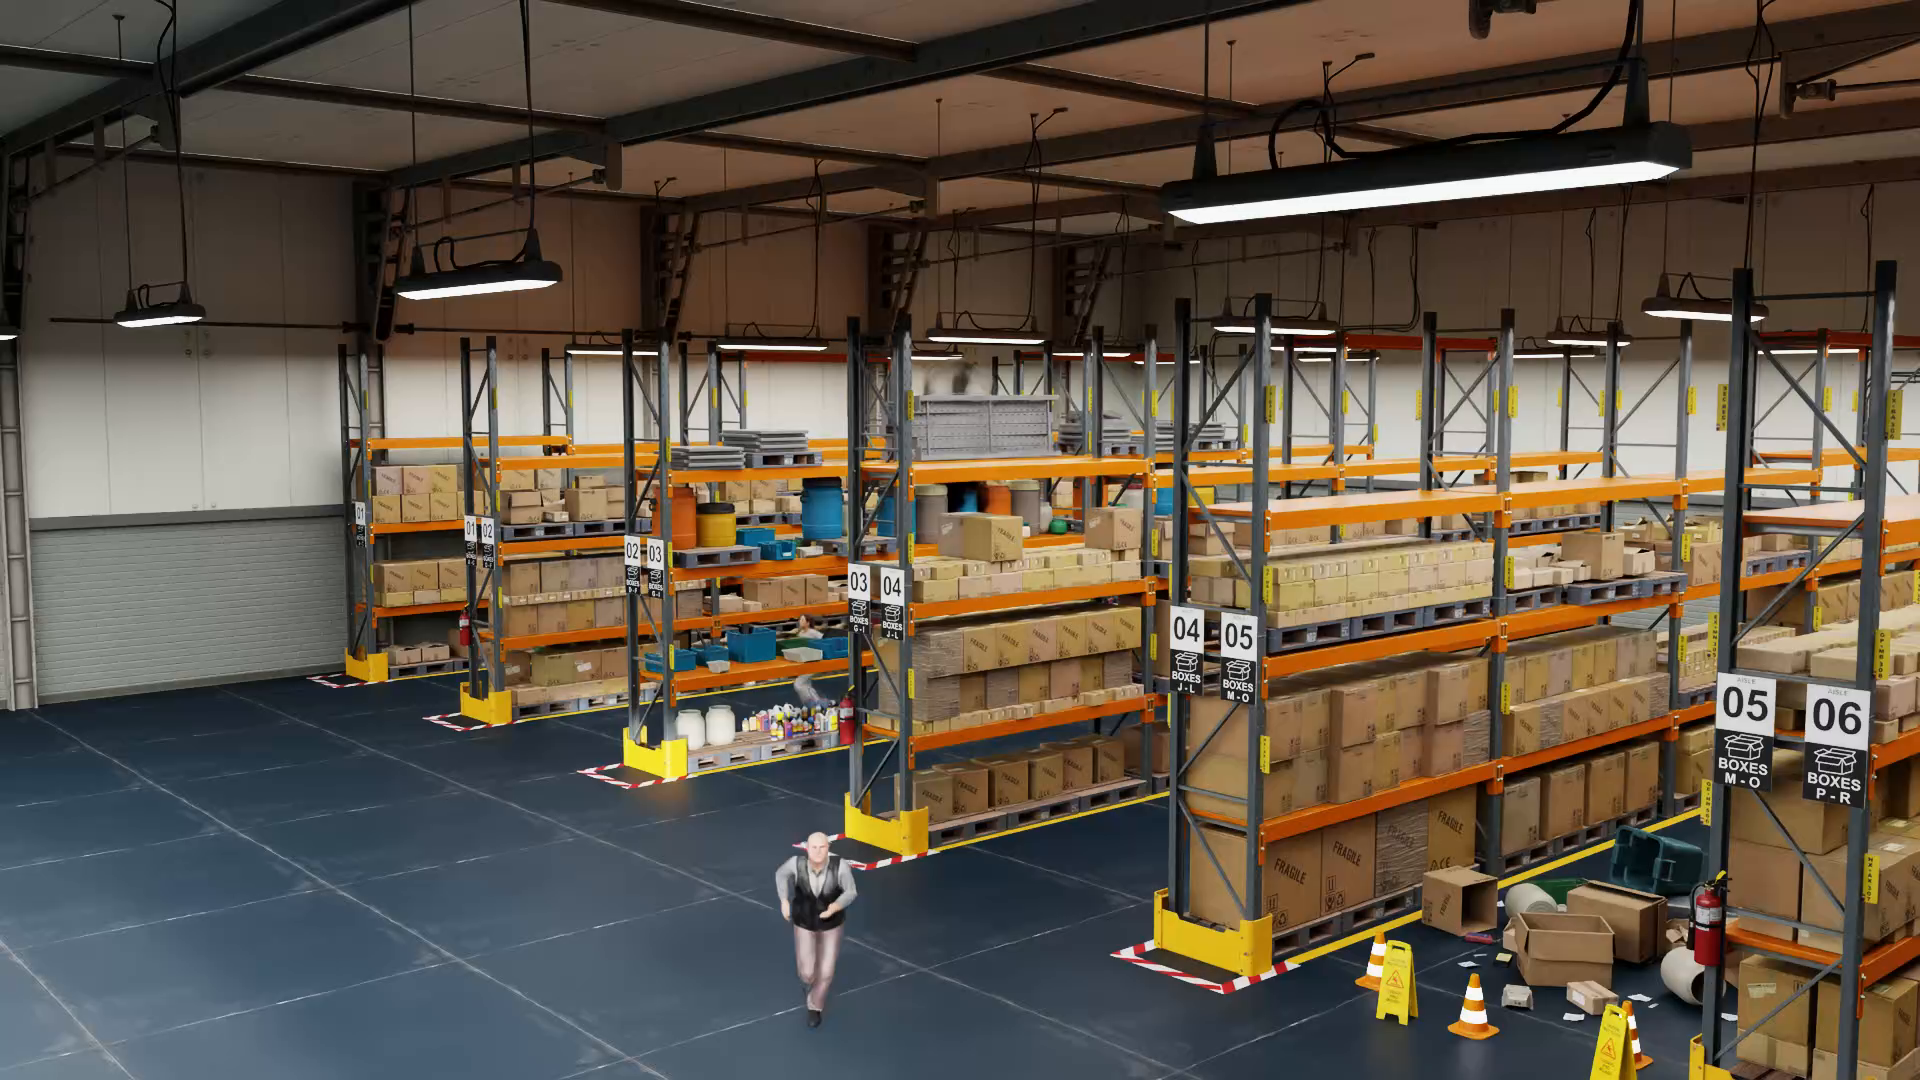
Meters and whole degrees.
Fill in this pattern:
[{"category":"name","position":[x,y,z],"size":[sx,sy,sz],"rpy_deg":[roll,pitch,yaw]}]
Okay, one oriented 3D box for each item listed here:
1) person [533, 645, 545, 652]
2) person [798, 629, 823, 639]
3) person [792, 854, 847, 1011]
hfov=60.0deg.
[{"category":"person","position":[-7.247,1.618,28.919],"size":[0.620,1.704,0.709],"rpy_deg":[3,6,34]},{"category":"person","position":[-2.360,2.133,26.343],"size":[0.427,1.470,0.521],"rpy_deg":[-3,6,-32]},{"category":"person","position":[-1.147,3.207,13.562],"size":[0.446,1.385,0.499],"rpy_deg":[-1,5,-8]}]
